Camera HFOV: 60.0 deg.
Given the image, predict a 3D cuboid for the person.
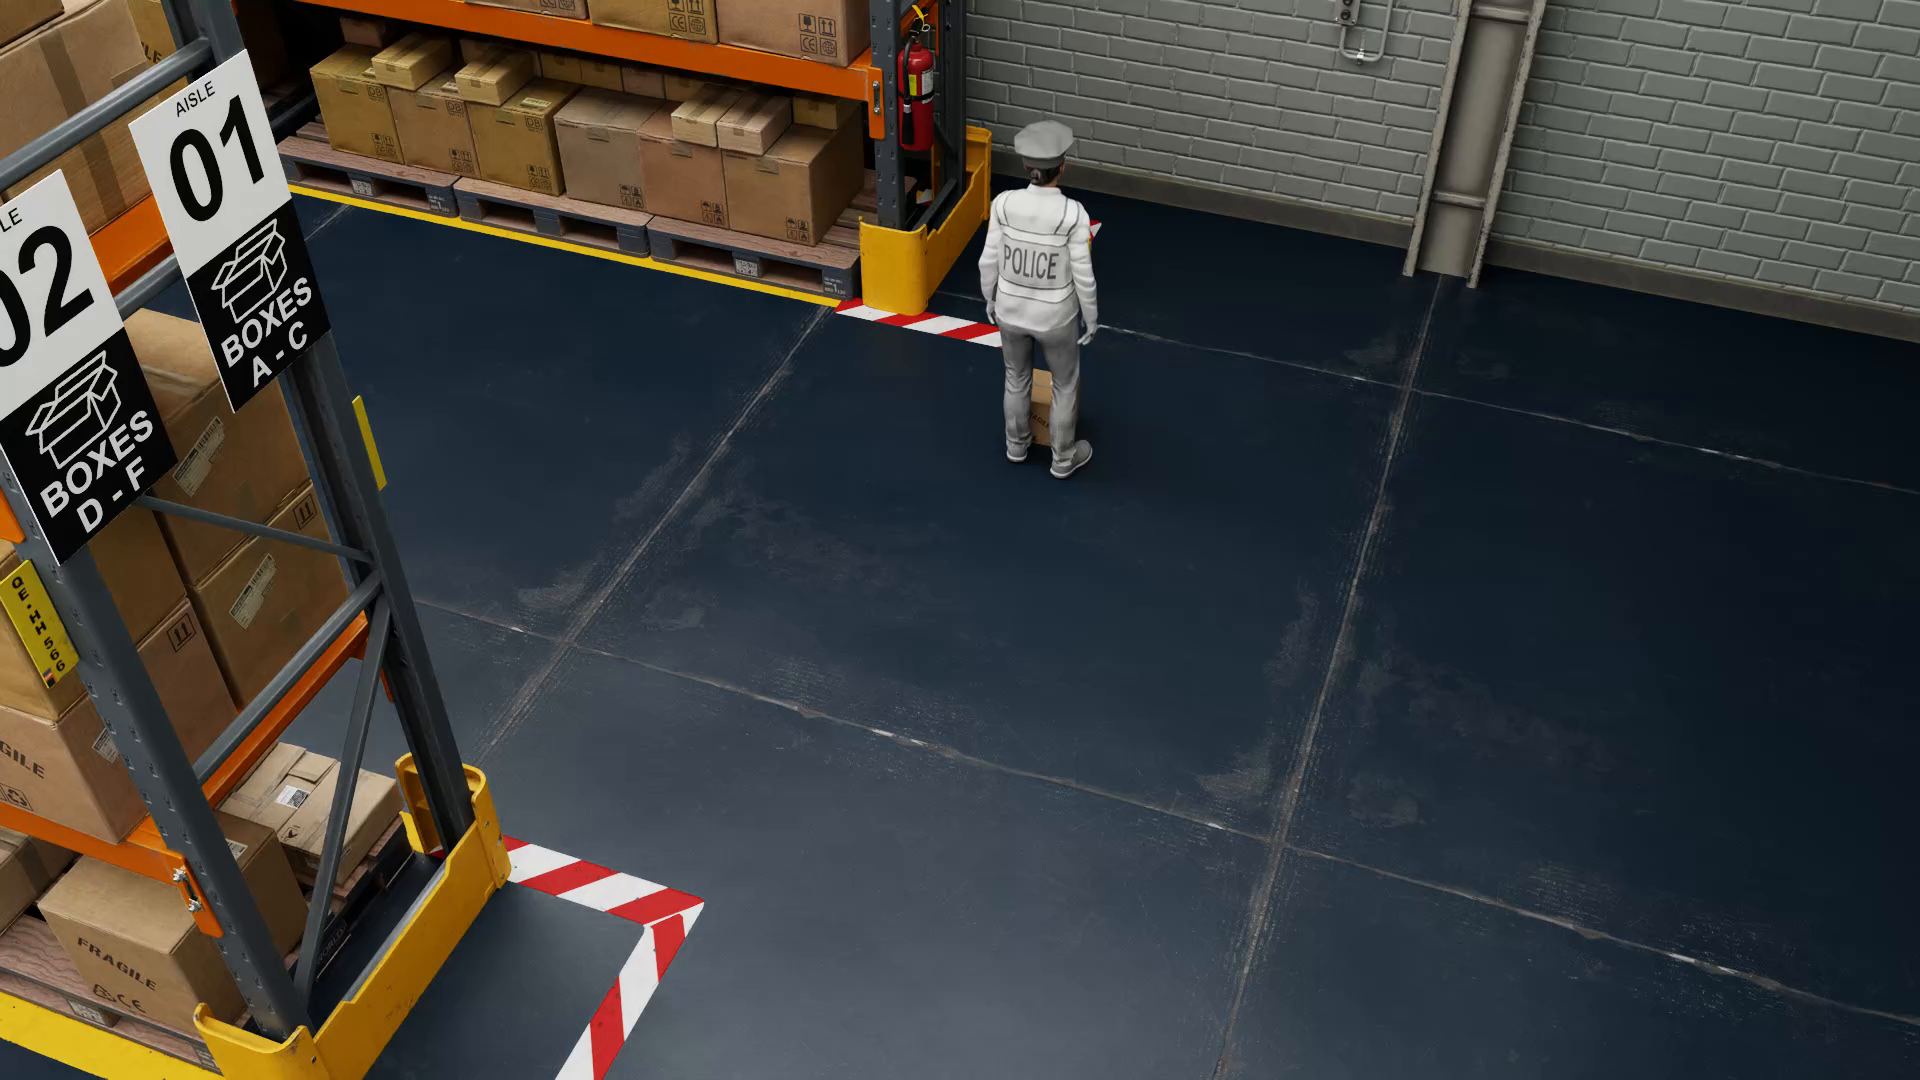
[{"bbox_3d":[0.351,-1.010,7.288,0.529,1.663,0.406,14,44,15],"label":"person"}]
